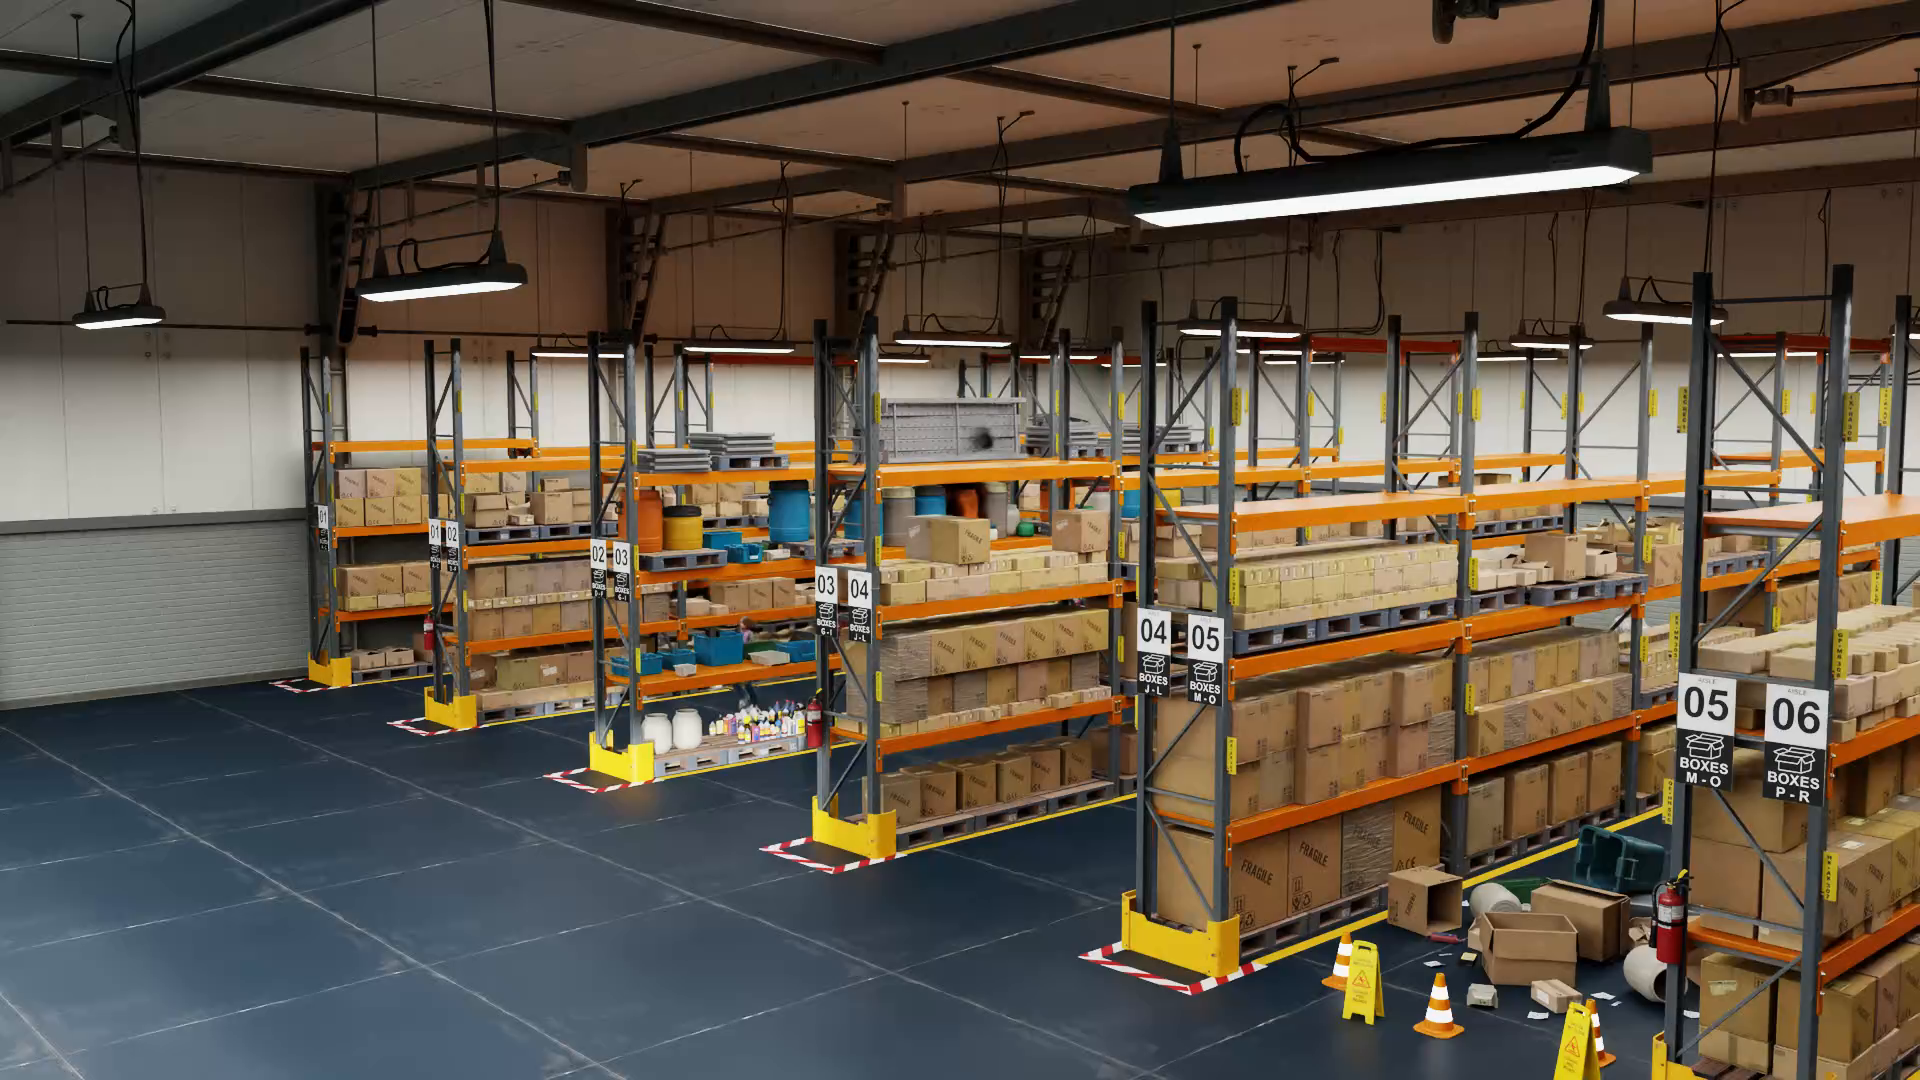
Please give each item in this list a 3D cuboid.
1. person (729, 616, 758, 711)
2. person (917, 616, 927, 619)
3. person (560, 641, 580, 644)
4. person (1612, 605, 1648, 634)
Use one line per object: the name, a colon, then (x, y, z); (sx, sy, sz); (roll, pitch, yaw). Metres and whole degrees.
person: (-3.510, 2.004, 26.889); (0.519, 1.567, 0.624); (4, 6, 35)
person: (-0.642, 1.827, 28.370); (0.583, 1.688, 0.893); (5, 7, 43)
person: (-6.947, 1.681, 30.229); (0.586, 1.693, 0.833); (3, 6, 34)
person: (11.524, 1.839, 28.589); (0.639, 1.649, 0.843); (2, 5, 22)
